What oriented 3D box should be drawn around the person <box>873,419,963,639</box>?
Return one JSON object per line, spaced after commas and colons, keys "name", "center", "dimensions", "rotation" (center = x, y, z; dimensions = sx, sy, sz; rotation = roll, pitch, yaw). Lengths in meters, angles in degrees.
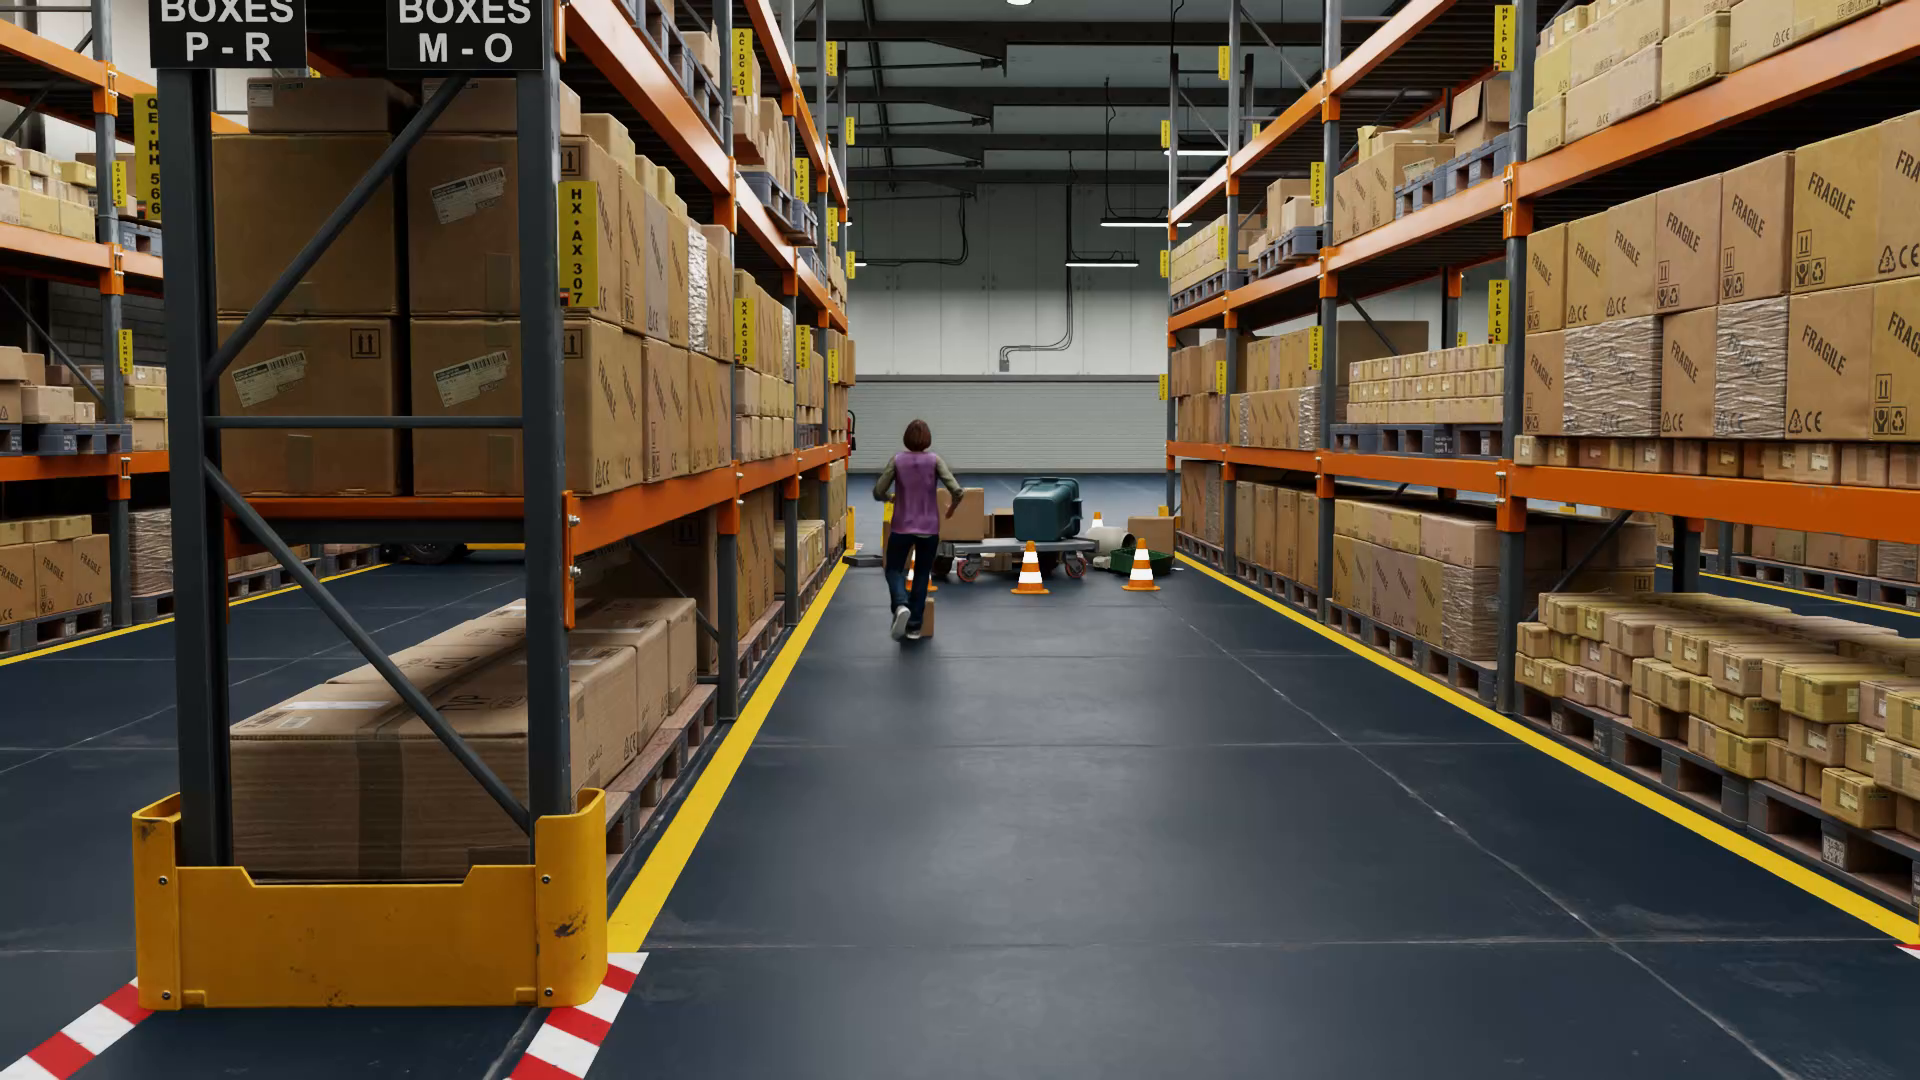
{"name": "person", "center": [-0.304, -0.065, 11.509], "dimensions": [0.610, 1.537, 0.620], "rotation": [0, 4, -7]}
